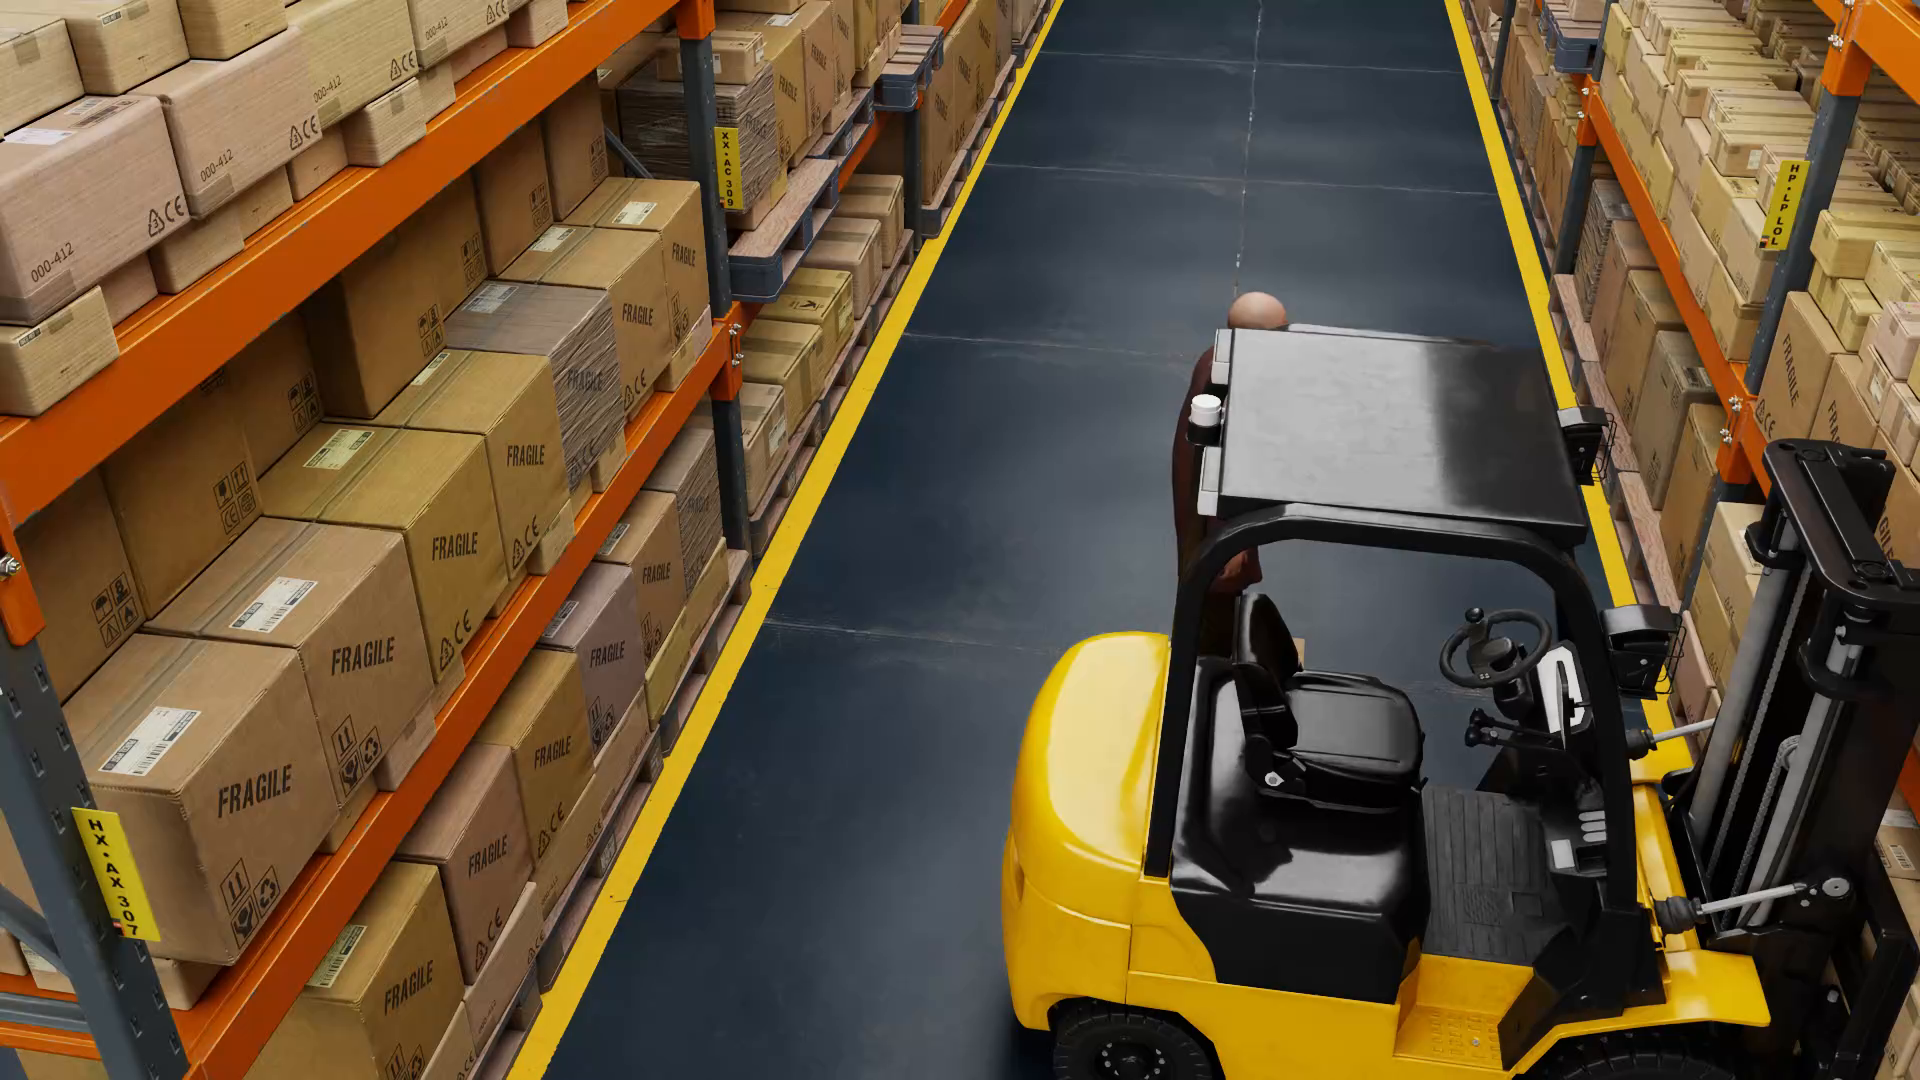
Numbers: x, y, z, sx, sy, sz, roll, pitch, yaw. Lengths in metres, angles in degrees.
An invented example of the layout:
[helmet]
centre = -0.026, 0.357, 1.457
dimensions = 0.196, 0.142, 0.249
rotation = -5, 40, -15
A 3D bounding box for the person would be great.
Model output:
[person]
centre = 1.003, -0.108, 6.323
dimensions = 0.421, 1.774, 0.643
rotation = 5, 32, 8
